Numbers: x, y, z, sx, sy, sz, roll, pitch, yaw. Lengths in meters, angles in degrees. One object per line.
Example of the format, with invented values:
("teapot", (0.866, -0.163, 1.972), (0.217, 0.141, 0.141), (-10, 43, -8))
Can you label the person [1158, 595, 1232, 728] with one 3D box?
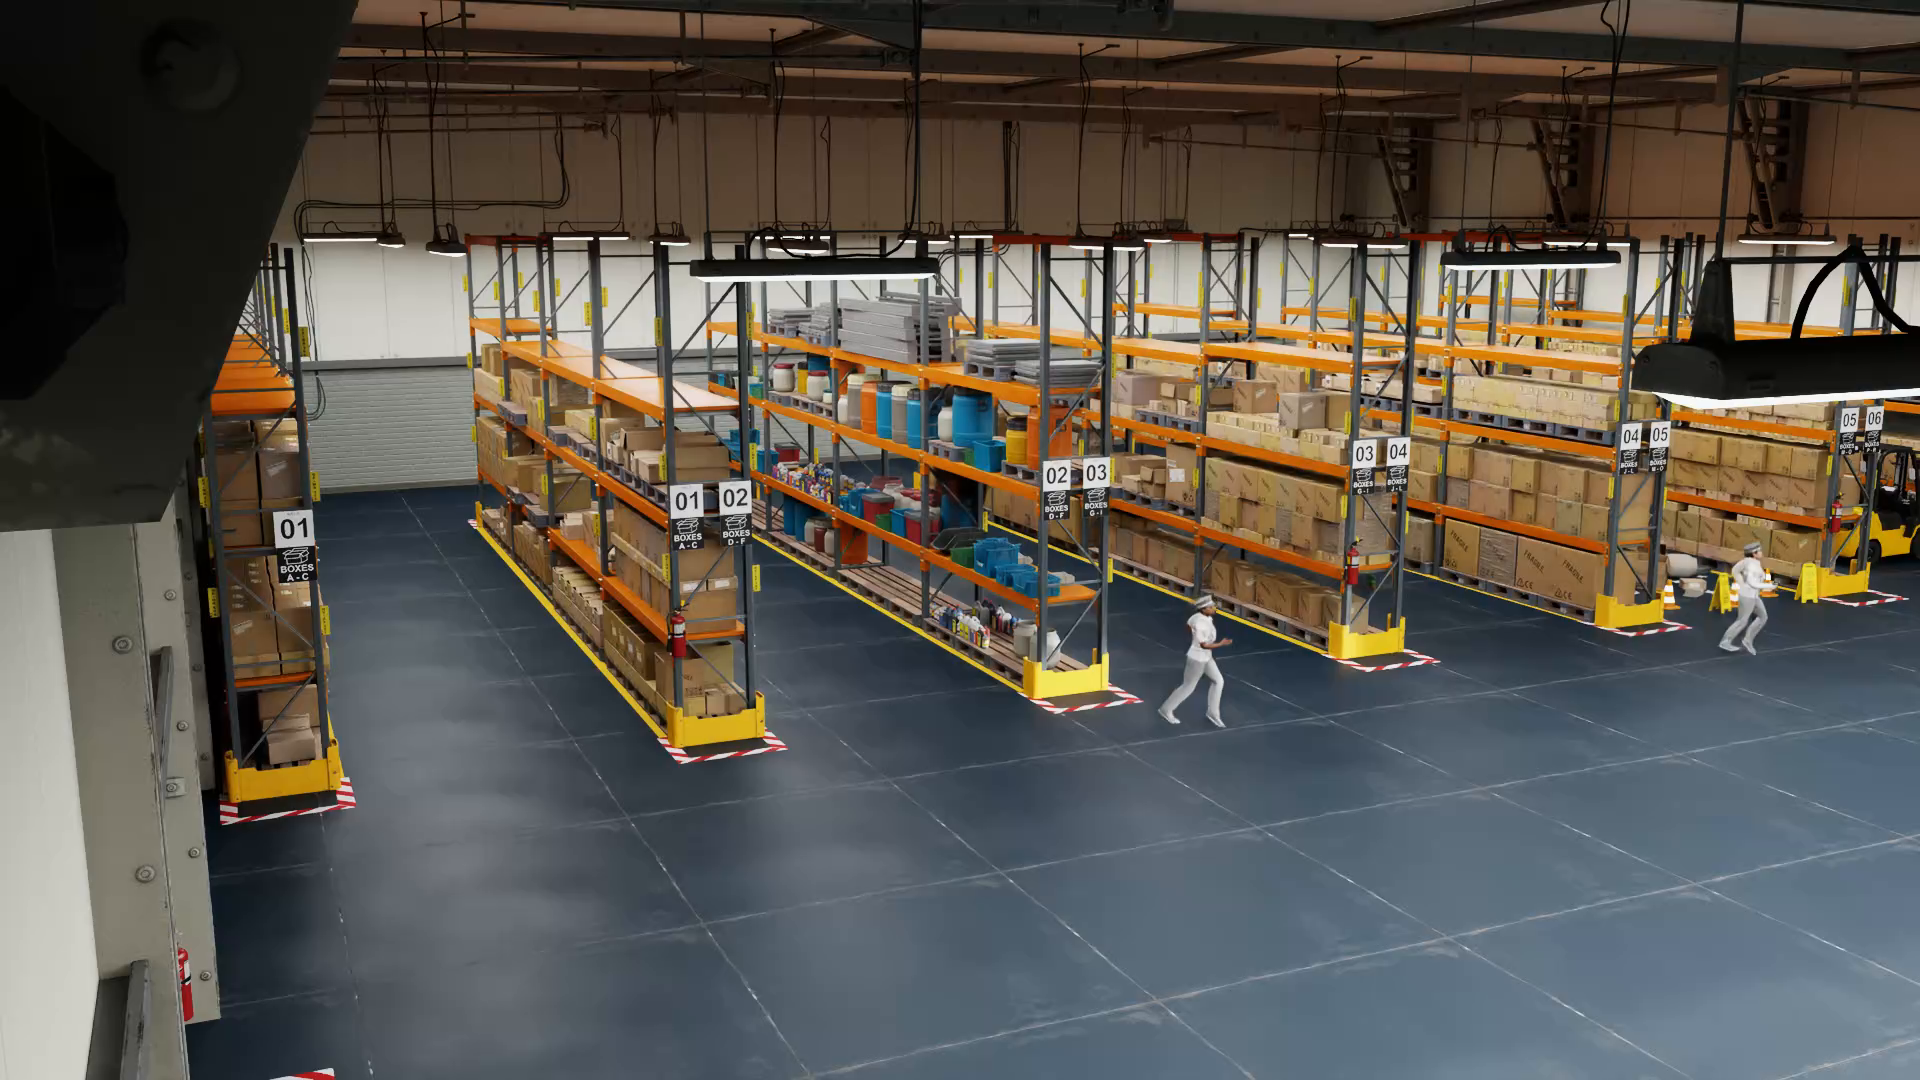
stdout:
("person", (2.968, 1.523, 20.877), (0.890, 1.743, 0.587), (3, 11, 16))

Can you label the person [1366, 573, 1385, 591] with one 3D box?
("person", (6.992, -0.049, 28.672), (0.667, 1.768, 0.963), (-8, 14, -37))

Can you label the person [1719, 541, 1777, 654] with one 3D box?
("person", (11.544, 0.860, 24.313), (0.703, 1.718, 0.605), (5, 12, 26))
